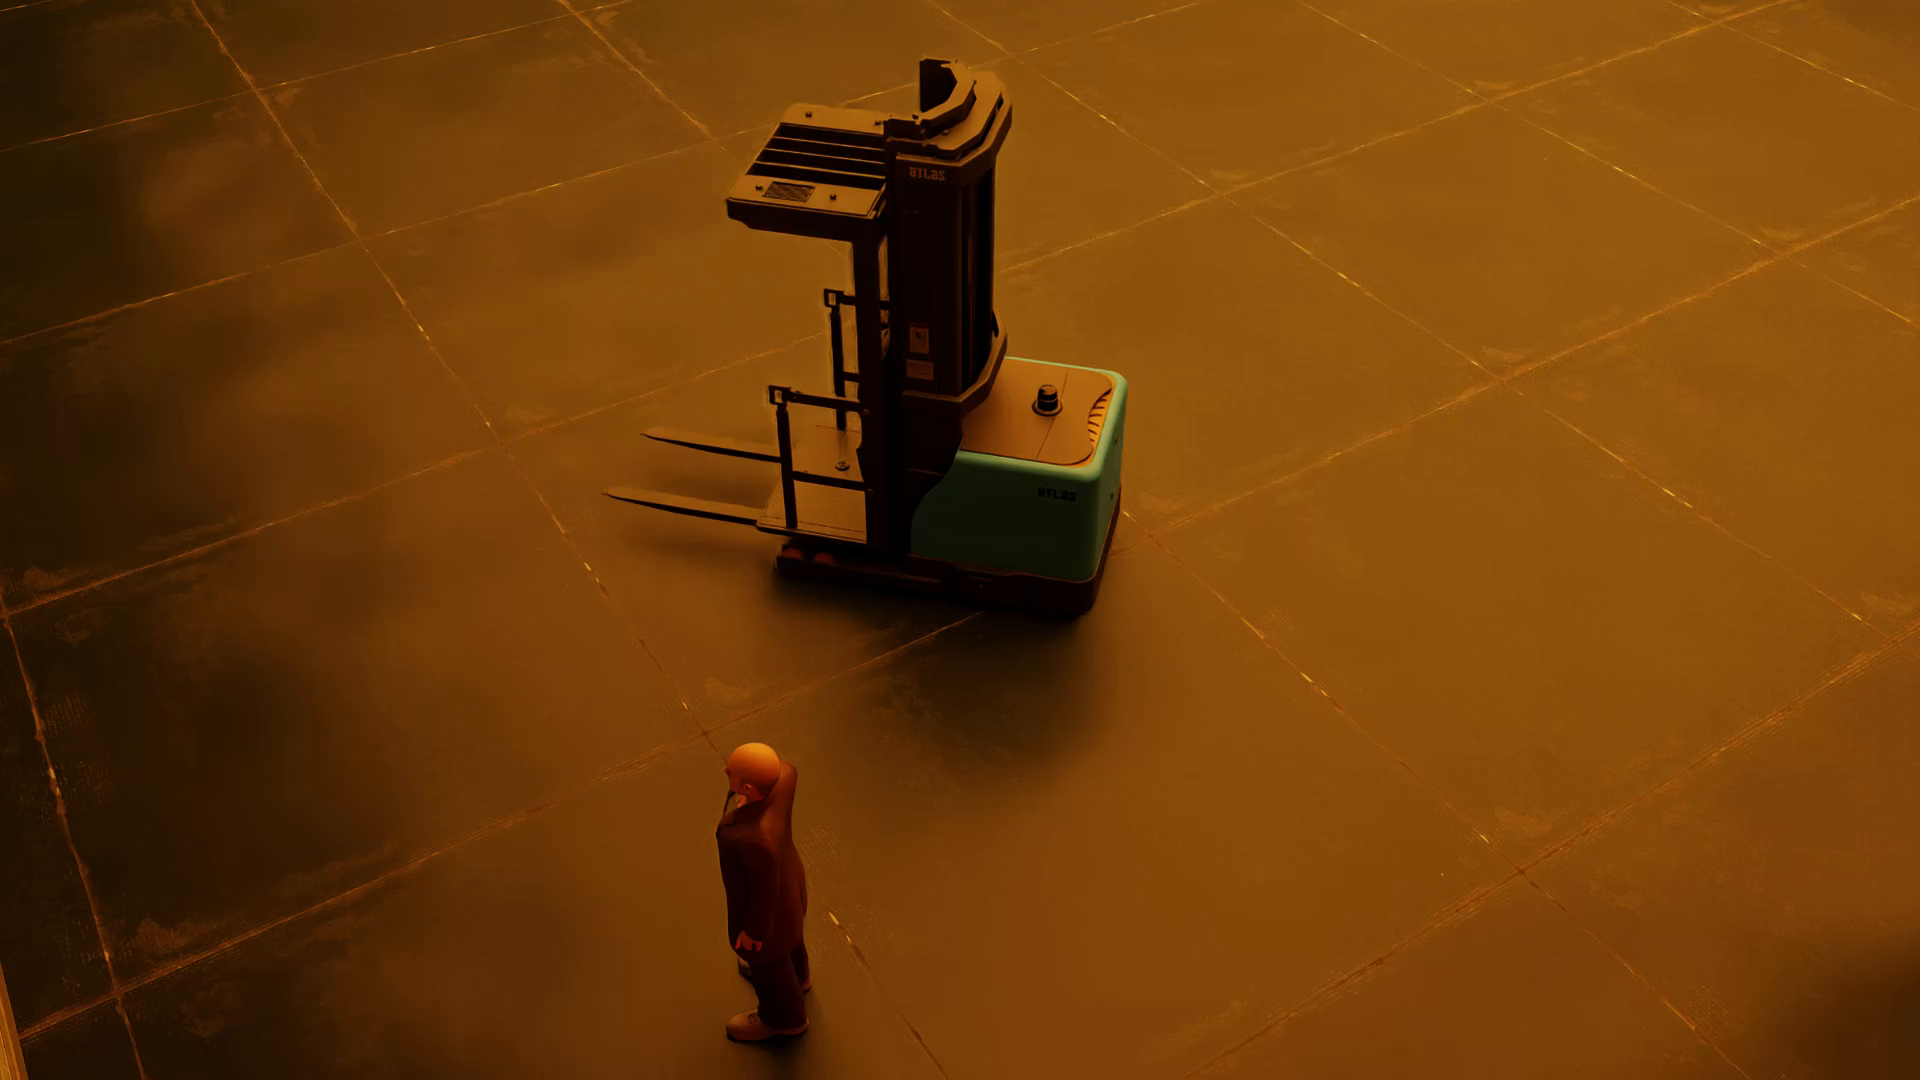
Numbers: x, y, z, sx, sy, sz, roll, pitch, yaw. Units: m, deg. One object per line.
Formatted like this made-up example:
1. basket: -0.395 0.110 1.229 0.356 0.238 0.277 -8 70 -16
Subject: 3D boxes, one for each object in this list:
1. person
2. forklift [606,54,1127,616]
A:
1. person: -0.865 1.480 7.050 0.393 1.782 0.547 3 41 4
2. forklift: -0.597 -1.189 9.231 3.031 2.935 1.130 9 42 10
